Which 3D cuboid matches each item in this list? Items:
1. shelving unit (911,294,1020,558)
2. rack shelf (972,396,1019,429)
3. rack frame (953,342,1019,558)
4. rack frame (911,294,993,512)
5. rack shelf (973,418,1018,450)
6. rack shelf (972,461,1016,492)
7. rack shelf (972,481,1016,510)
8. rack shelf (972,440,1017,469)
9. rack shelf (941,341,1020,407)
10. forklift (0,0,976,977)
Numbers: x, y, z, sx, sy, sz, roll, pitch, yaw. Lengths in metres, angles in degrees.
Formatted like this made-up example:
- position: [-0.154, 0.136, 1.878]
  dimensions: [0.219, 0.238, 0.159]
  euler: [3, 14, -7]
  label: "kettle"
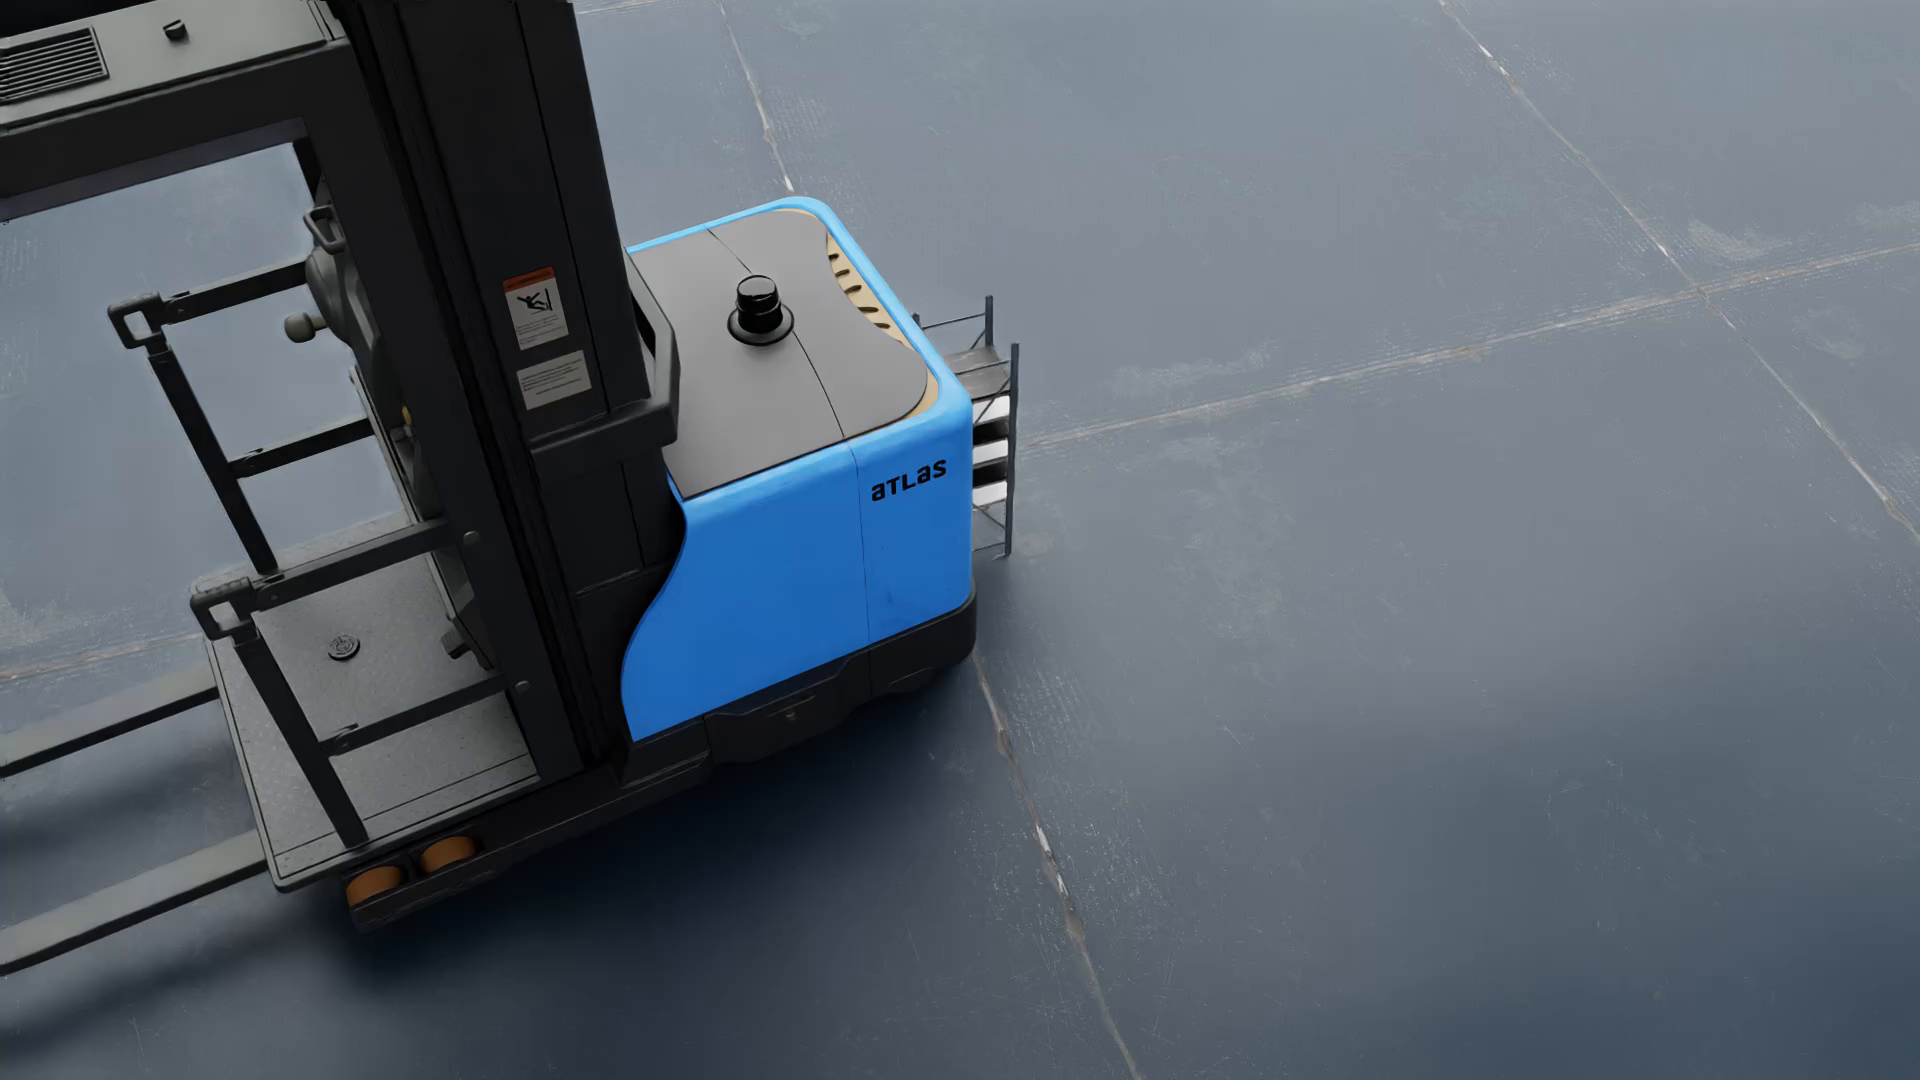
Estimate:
- position: [0.013, -0.291, 4.906]
  dimensions: [0.258, 0.900, 0.210]
  euler: [-15, 52, -13]
  label: "shelving unit"
- position: [0.013, -0.386, 4.794]
  dimensions: [0.258, 0.077, 0.200]
  euler: [-15, 52, -13]
  label: "rack shelf"
- position: [0.047, -0.218, 4.845]
  dimensions: [0.240, 0.900, 0.006]
  euler: [-15, 52, -13]
  label: "rack frame"
- position: [-0.021, -0.364, 4.968]
  dimensions: [0.240, 0.900, 0.006]
  euler: [-15, 52, -13]
  label: "rack frame"
- position: [0.013, -0.328, 4.863]
  dimensions: [0.258, 0.077, 0.200]
  euler: [-15, 52, -13]
  label: "rack shelf"
- position: [0.013, -0.211, 5.001]
  dimensions: [0.258, 0.077, 0.200]
  euler: [-15, 52, -13]
  label: "rack shelf"
- position: [0.013, -0.153, 5.070]
  dimensions: [0.258, 0.077, 0.200]
  euler: [-15, 52, -13]
  label: "rack shelf"
- position: [0.013, -0.269, 4.932]
  dimensions: [0.258, 0.077, 0.200]
  euler: [-15, 52, -13]
  label: "rack shelf"
- position: [0.013, -0.444, 4.726]
  dimensions: [0.258, 0.077, 0.200]
  euler: [-15, 52, -13]
  label: "rack shelf"
- position: [-1.501, -0.396, 3.667]
  dimensions: [3.031, 2.935, 1.130]
  euler: [-22, 53, -17]
  label: "forklift"
